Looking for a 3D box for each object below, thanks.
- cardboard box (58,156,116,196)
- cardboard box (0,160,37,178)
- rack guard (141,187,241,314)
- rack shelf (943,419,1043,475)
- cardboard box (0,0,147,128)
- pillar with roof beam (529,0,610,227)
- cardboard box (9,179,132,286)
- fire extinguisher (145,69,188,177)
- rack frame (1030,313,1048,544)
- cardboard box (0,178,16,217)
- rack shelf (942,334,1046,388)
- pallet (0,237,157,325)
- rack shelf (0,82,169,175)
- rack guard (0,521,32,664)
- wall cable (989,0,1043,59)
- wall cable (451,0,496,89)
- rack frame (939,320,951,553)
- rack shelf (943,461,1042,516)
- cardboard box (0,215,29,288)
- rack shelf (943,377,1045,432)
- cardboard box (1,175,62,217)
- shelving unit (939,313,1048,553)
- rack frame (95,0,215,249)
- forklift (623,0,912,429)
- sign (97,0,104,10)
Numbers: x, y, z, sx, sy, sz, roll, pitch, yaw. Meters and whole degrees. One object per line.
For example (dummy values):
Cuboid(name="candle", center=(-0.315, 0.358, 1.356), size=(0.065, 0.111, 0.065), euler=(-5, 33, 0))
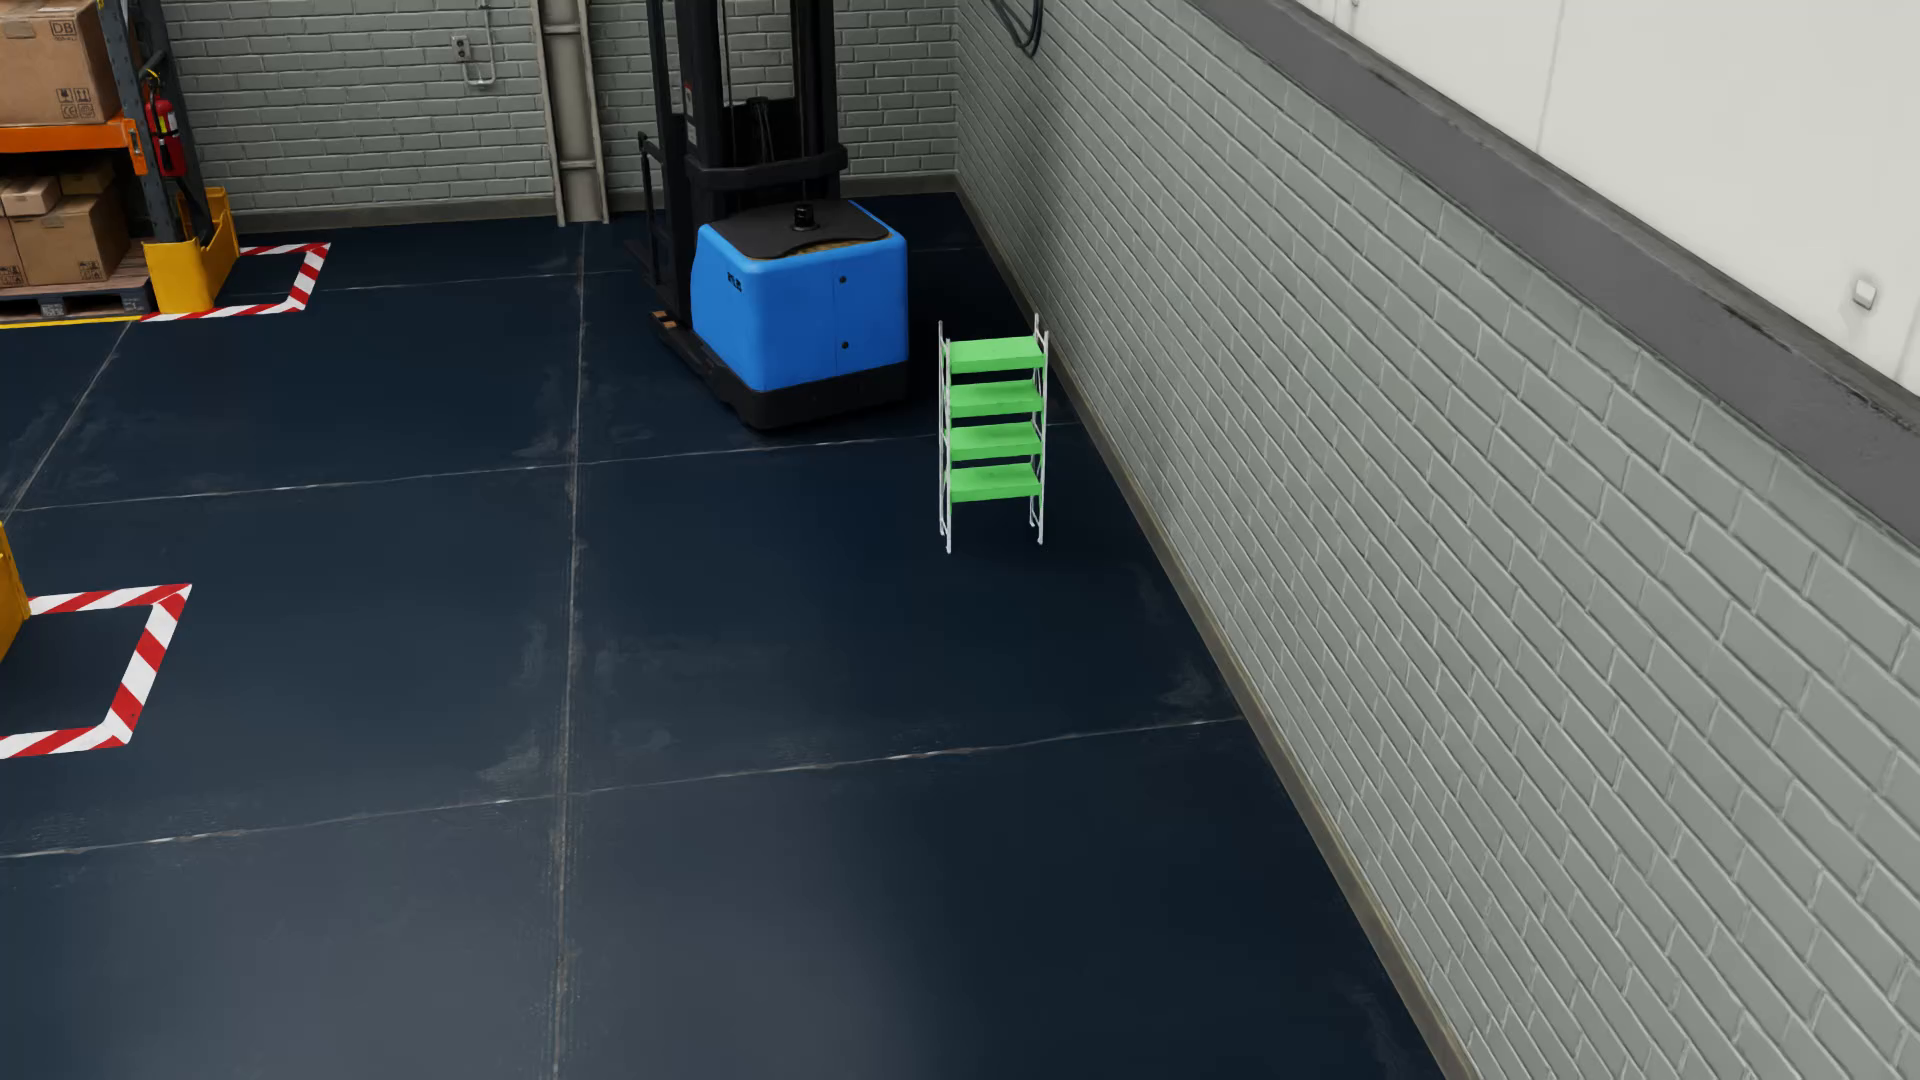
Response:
Cuboid(name="cardboard box", center=(-6.027, -2.516, 11.482), size=(0.250, 0.149, 0.380), euler=(-5, 31, -9))
Cuboid(name="cardboard box", center=(-6.526, -2.469, 11.402), size=(0.250, 0.149, 0.380), euler=(-5, 31, -9))
Cuboid(name="rack guard", center=(-5.420, -2.060, 11.761), size=(0.348, 0.500, 1.175), euler=(-5, 31, -9))
Cuboid(name="rack shelf", center=(0.163, -0.477, 8.504), size=(0.480, 0.148, 0.258), euler=(-5, 31, -9))
Cuboid(name="cardboard box", center=(-5.944, -3.213, 10.960), size=(0.700, 0.700, 0.980), euler=(-4, 31, -7))
Cuboid(name="pillar with roof beam", center=(-2.168, -4.253, 7.105), size=(0.400, 9.000, 9.100), euler=(-5, 31, -9))
Cuboid(name="cardboard box", center=(-6.114, -2.125, 11.457), size=(0.500, 0.500, 0.700), euler=(-5, 31, -9))
Cuboid(name="fire extinguisher", center=(-5.212, -2.725, 10.870), size=(0.183, 0.674, 0.296), euler=(-5, 31, -9))
Cuboid(name="rack frame", center=(0.403, -0.555, 8.509), size=(0.015, 1.200, 0.240), euler=(-5, 31, -9))
Cuboid(name="cardboard box", center=(-6.459, -2.279, 11.078), size=(0.250, 0.149, 0.380), euler=(-5, 31, -8))
Cuboid(name="rack shelf", center=(0.163, -0.891, 8.261), size=(0.480, 0.148, 0.258), euler=(-5, 31, -9))
Cuboid(name="pallet", center=(-6.216, -1.822, 11.640), size=(1.213, 0.211, 1.003), euler=(-5, 31, -9))
Cuboid(name="rack shelf", center=(-7.411, -2.643, 10.995), size=(4.000, 0.370, 1.077), euler=(-5, 31, -9))
Cuboid(name="rack guard", center=(-4.623, 0.418, 7.545), size=(0.348, 0.500, 1.175), euler=(-5, 31, -9))
Cuboid(name="wall cable", center=(0.184, -4.721, 10.965), size=(0.112, 2.526, 3.097), euler=(-5, 31, -9))
Cuboid(name="wall cable", center=(-4.355, -4.162, 11.867), size=(1.851, 1.984, 0.084), euler=(-5, 31, -9))
Cuboid(name="rack frame", center=(-0.077, -0.510, 8.434), size=(0.015, 1.200, 0.240), euler=(-5, 31, -9))
Cuboid(name="rack shelf", center=(0.163, -0.270, 8.626), size=(0.480, 0.148, 0.258), euler=(-5, 31, -9))
Cuboid(name="cardboard box", center=(-6.606, -2.080, 11.379), size=(0.500, 0.500, 0.700), euler=(-5, 31, -9))
Cuboid(name="rack shelf", center=(0.163, -0.684, 8.382), size=(0.480, 0.148, 0.258), euler=(-5, 31, -9))
Cuboid(name="cardboard box", center=(-6.208, -2.302, 11.118), size=(0.250, 0.149, 0.380), euler=(-6, 31, -10))
Cuboid(name="shelving unit", center=(0.163, -0.532, 8.472), size=(0.503, 1.200, 0.258), euler=(-5, 31, -9))
Cuboid(name="rack frame", center=(-5.444, -3.136, 11.123), size=(0.127, 3.000, 1.000), euler=(-5, 31, -9))
Cuboid(name="forklift", center=(-1.423, -2.631, 10.334), size=(1.130, 2.935, 3.031), euler=(-15, 34, -24))
Cuboid(name="sign", center=(-5.360, -3.465, 10.308), size=(0.005, 0.325, 0.100), euler=(-5, 31, -9))
